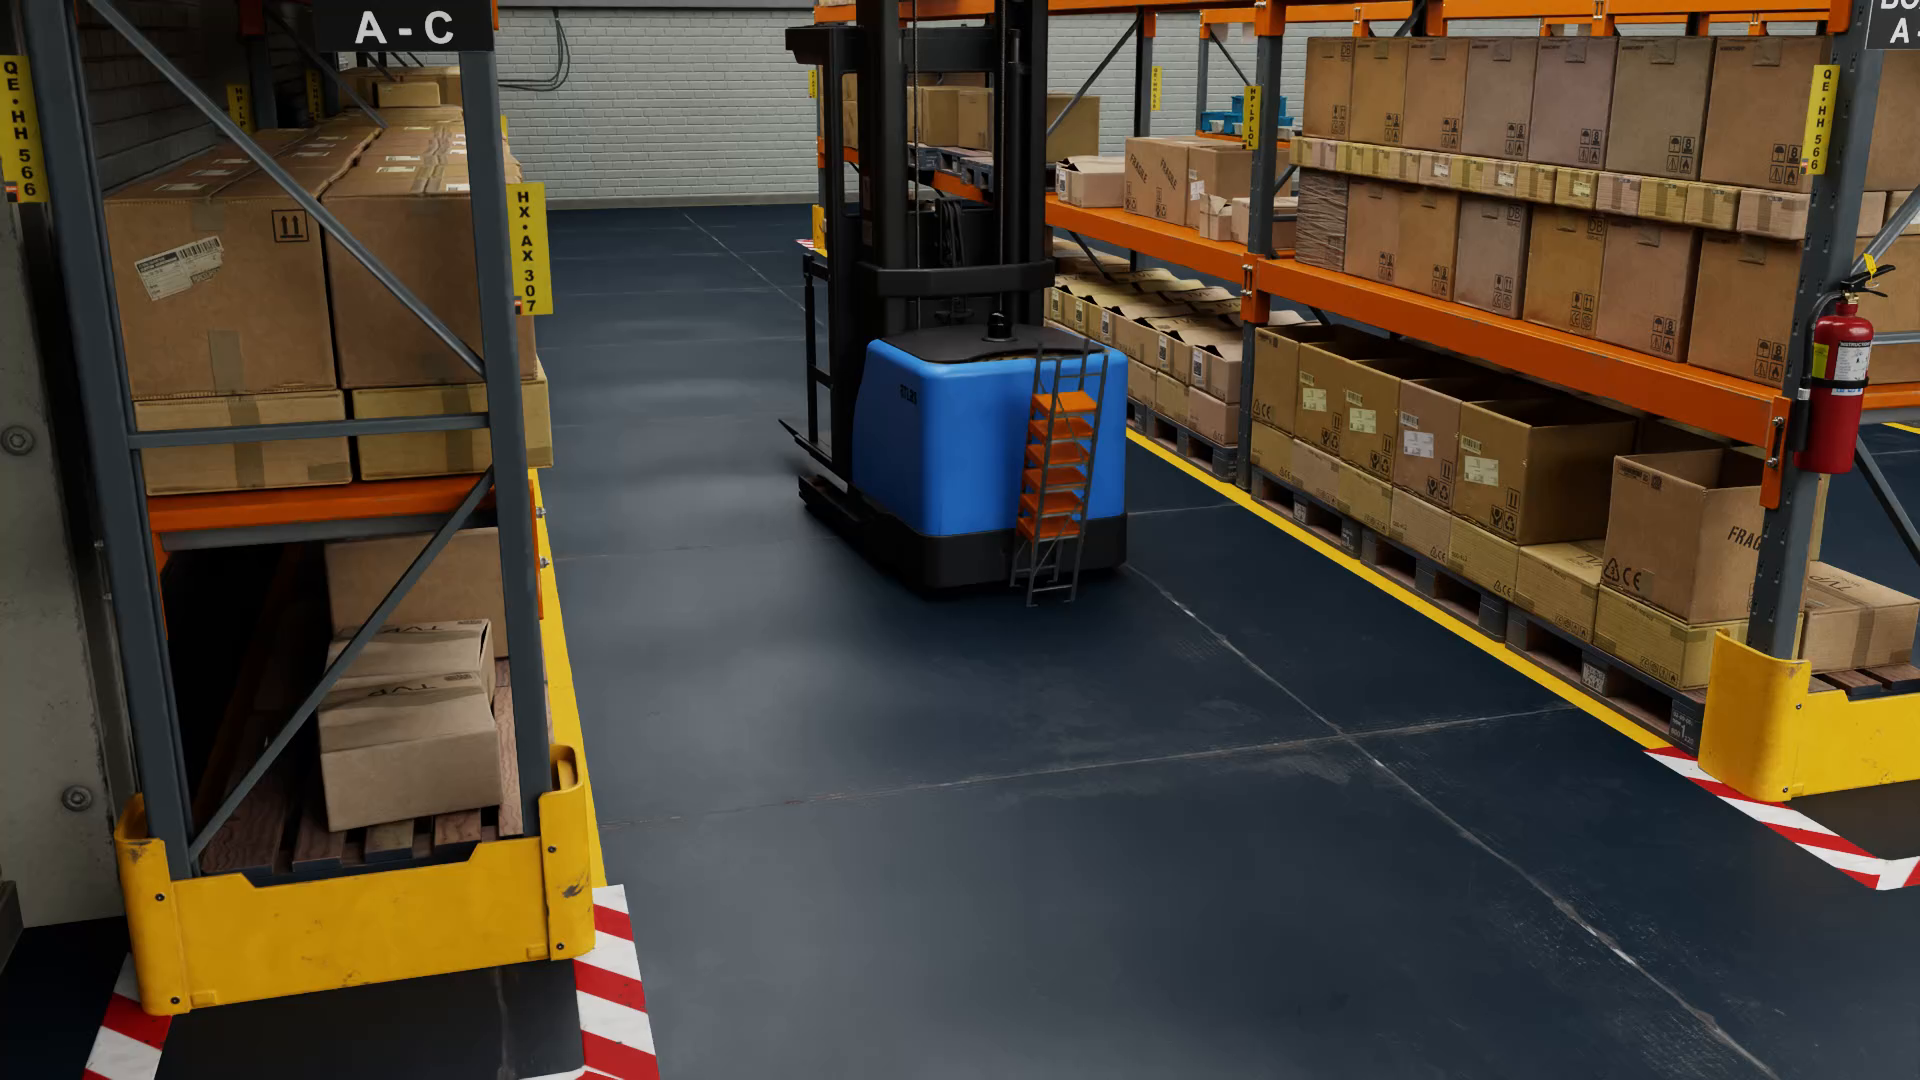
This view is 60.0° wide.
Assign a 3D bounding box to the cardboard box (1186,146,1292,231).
[{"bbox_3d":[1.725,-2.172,10.296,0.500,0.500,0.500,-3,17,-11],"label":"cardboard box"}]

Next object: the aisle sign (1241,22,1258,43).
[{"bbox_3d":[3.793,-6.763,21.233,0.394,0.787,0.004,-5,17,-15],"label":"aisle sign"}]

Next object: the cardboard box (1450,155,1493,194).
[{"bbox_3d":[2.382,-1.606,7.282,0.380,0.149,0.250,-5,17,-16],"label":"cardboard box"}]

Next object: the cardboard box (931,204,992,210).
[{"bbox_3d":[0.040,-2.921,15.238,0.500,0.250,0.500,-5,17,-15],"label":"cardboard box"}]

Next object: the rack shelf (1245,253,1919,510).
[{"bbox_3d":[2.615,-0.867,7.375,1.077,0.370,4.000,-5,17,-15],"label":"rack shelf"}]

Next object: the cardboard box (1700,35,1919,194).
[{"bbox_3d":[3.034,-1.472,5.711,0.700,0.500,0.500,-5,17,-15],"label":"cardboard box"}]

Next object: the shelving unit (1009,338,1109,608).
[{"bbox_3d":[0.424,-0.280,7.276,0.258,1.200,0.189,-7,31,-22],"label":"shelving unit"}]

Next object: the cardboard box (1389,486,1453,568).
[{"bbox_3d":[2.309,-0.082,7.559,0.500,0.250,0.500,-5,17,-15],"label":"cardboard box"}]

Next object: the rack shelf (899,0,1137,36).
[{"bbox_3d":[0.416,-4.517,14.311,1.077,0.370,4.000,-5,17,-15],"label":"rack shelf"}]

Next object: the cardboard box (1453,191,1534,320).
[{"bbox_3d":[2.620,-1.265,7.274,0.700,0.500,0.500,-4,17,-14],"label":"cardboard box"}]

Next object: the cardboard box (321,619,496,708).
[{"bbox_3d":[-1.858,0.455,5.632,0.500,0.311,0.500,-3,17,-11],"label":"cardboard box"}]

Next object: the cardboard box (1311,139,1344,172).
[{"bbox_3d":[2.022,-1.964,8.476,0.380,0.149,0.250,-4,17,-14],"label":"cardboard box"}]

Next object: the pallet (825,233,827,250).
[{"bbox_3d":[-0.992,-3.507,19.761,1.003,0.211,1.213,-5,17,-15],"label":"pallet"}]

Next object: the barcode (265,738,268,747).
[{"bbox_3d":[-2.091,0.635,5.017,0.001,0.075,0.075,-5,17,-15],"label":"barcode"}]

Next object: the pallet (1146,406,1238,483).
[{"bbox_3d":[1.825,-0.630,10.183,1.003,0.211,1.213,-5,17,-15],"label":"pallet"}]

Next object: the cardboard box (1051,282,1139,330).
[{"bbox_3d":[0.980,-1.711,12.010,0.500,0.311,0.500,-5,17,-17],"label":"cardboard box"}]

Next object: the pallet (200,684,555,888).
[{"bbox_3d":[-1.808,0.821,5.351,1.003,0.211,1.213,-5,17,-15],"label":"pallet"}]

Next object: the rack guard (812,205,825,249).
[{"bbox_3d":[-1.212,-3.866,20.453,1.175,0.500,0.348,-5,17,-15],"label":"rack guard"}]

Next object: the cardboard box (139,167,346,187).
[{"bbox_3d":[-2.060,-0.816,4.878,0.500,0.500,0.500,-4,17,-15],"label":"cardboard box"}]

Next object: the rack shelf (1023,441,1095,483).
[{"bbox_3d":[0.431,-0.346,7.240,0.258,0.103,0.180,-7,31,-22],"label":"rack shelf"}]

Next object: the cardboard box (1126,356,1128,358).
[{"bbox_3d":[1.256,-1.163,11.160,0.500,0.250,0.500,-4,17,-14],"label":"cardboard box"}]

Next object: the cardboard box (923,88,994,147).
[{"bbox_3d":[0.032,-3.893,15.294,0.700,0.500,0.500,-2,17,-6],"label":"cardboard box"}]

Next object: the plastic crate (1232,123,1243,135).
[{"bbox_3d":[3.477,-5.000,20.238,0.250,0.136,0.298,-5,17,-15],"label":"plastic crate"}]

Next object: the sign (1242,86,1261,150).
[{"bbox_3d":[1.546,-2.236,8.807,0.100,0.325,0.005,-5,17,-15],"label":"sign"}]

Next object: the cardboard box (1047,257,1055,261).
[{"bbox_3d":[0.483,-2.125,13.893,0.500,0.500,0.500,-4,17,-13],"label":"cardboard box"}]

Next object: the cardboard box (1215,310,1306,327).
[{"bbox_3d":[1.915,-1.334,10.753,0.500,0.311,0.500,-5,18,-17],"label":"cardboard box"}]

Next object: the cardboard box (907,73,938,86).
[{"bbox_3d":[-0.521,-4.624,16.720,0.500,0.500,0.500,-5,17,-15],"label":"cardboard box"}]

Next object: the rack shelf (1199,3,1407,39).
[{"bbox_3d":[4.081,-6.014,19.294,1.077,0.370,4.000,-5,17,-15],"label":"rack shelf"}]

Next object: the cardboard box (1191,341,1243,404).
[{"bbox_3d":[1.678,-1.007,9.666,0.500,0.311,0.500,-5,17,-15],"label":"cardboard box"}]

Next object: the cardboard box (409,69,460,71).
[{"bbox_3d":[-4.109,-3.611,13.230,0.500,0.250,0.500,-5,17,-16],"label":"cardboard box"}]

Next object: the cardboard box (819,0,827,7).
[{"bbox_3d":[-1.336,-6.287,19.214,0.500,0.250,0.500,-5,17,-15],"label":"cardboard box"}]

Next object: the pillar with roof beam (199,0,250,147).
[{"bbox_3d":[-0.131,-5.264,10.335,9.100,9.000,0.400,-5,17,-15],"label":"pillar with roof beam"}]

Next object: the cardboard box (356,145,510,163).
[{"bbox_3d":[-1.855,-1.141,5.960,0.500,0.500,0.500,-4,17,-14],"label":"cardboard box"}]

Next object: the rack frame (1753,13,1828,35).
[{"bbox_3d":[9.393,-4.760,19.084,1.000,3.000,0.127,-5,17,-15],"label":"rack frame"}]

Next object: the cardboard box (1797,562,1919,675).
[{"bbox_3d":[3.231,0.291,6.318,0.500,0.250,0.500,-5,17,-15],"label":"cardboard box"}]

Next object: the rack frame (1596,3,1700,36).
[{"bbox_3d":[5.730,-3.262,14.097,1.000,3.000,0.127,-5,17,-15],"label":"rack frame"}]

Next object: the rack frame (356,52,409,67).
[{"bbox_3d":[-4.895,-3.585,15.173,1.000,3.000,0.127,-5,17,-15],"label":"rack frame"}]

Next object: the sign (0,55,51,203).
[{"bbox_3d":[-2.137,-0.933,3.783,0.100,0.325,0.005,-5,17,-15],"label":"sign"}]

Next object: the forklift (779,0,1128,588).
[{"bbox_3d":[-0.232,-1.570,8.585,1.130,2.935,3.031,-7,18,-21],"label":"forklift"}]

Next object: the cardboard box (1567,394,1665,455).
[{"bbox_3d":[2.942,-0.343,7.127,0.500,0.500,0.500,-5,17,-15],"label":"cardboard box"}]

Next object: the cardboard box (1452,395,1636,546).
[{"bbox_3d":[2.442,-0.302,6.990,0.500,0.500,0.500,-5,17,-15],"label":"cardboard box"}]

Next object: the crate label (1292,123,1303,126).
[{"bbox_3d":[4.095,-5.010,20.269,0.396,0.136,0.243,-5,17,-15],"label":"crate label"}]

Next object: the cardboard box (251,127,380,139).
[{"bbox_3d":[-2.768,-1.523,7.229,0.500,0.500,0.500,-5,17,-17],"label":"cardboard box"}]

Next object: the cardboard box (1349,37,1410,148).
[{"bbox_3d":[2.333,-2.172,8.041,0.700,0.500,0.500,-5,17,-15],"label":"cardboard box"}]

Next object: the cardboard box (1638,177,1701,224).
[{"bbox_3d":[2.733,-1.251,6.100,0.380,0.149,0.250,-5,17,-16],"label":"cardboard box"}]

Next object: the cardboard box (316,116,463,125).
[{"bbox_3d":[-3.161,-2.109,9.321,0.700,0.500,0.500,-2,17,-8],"label":"cardboard box"}]
